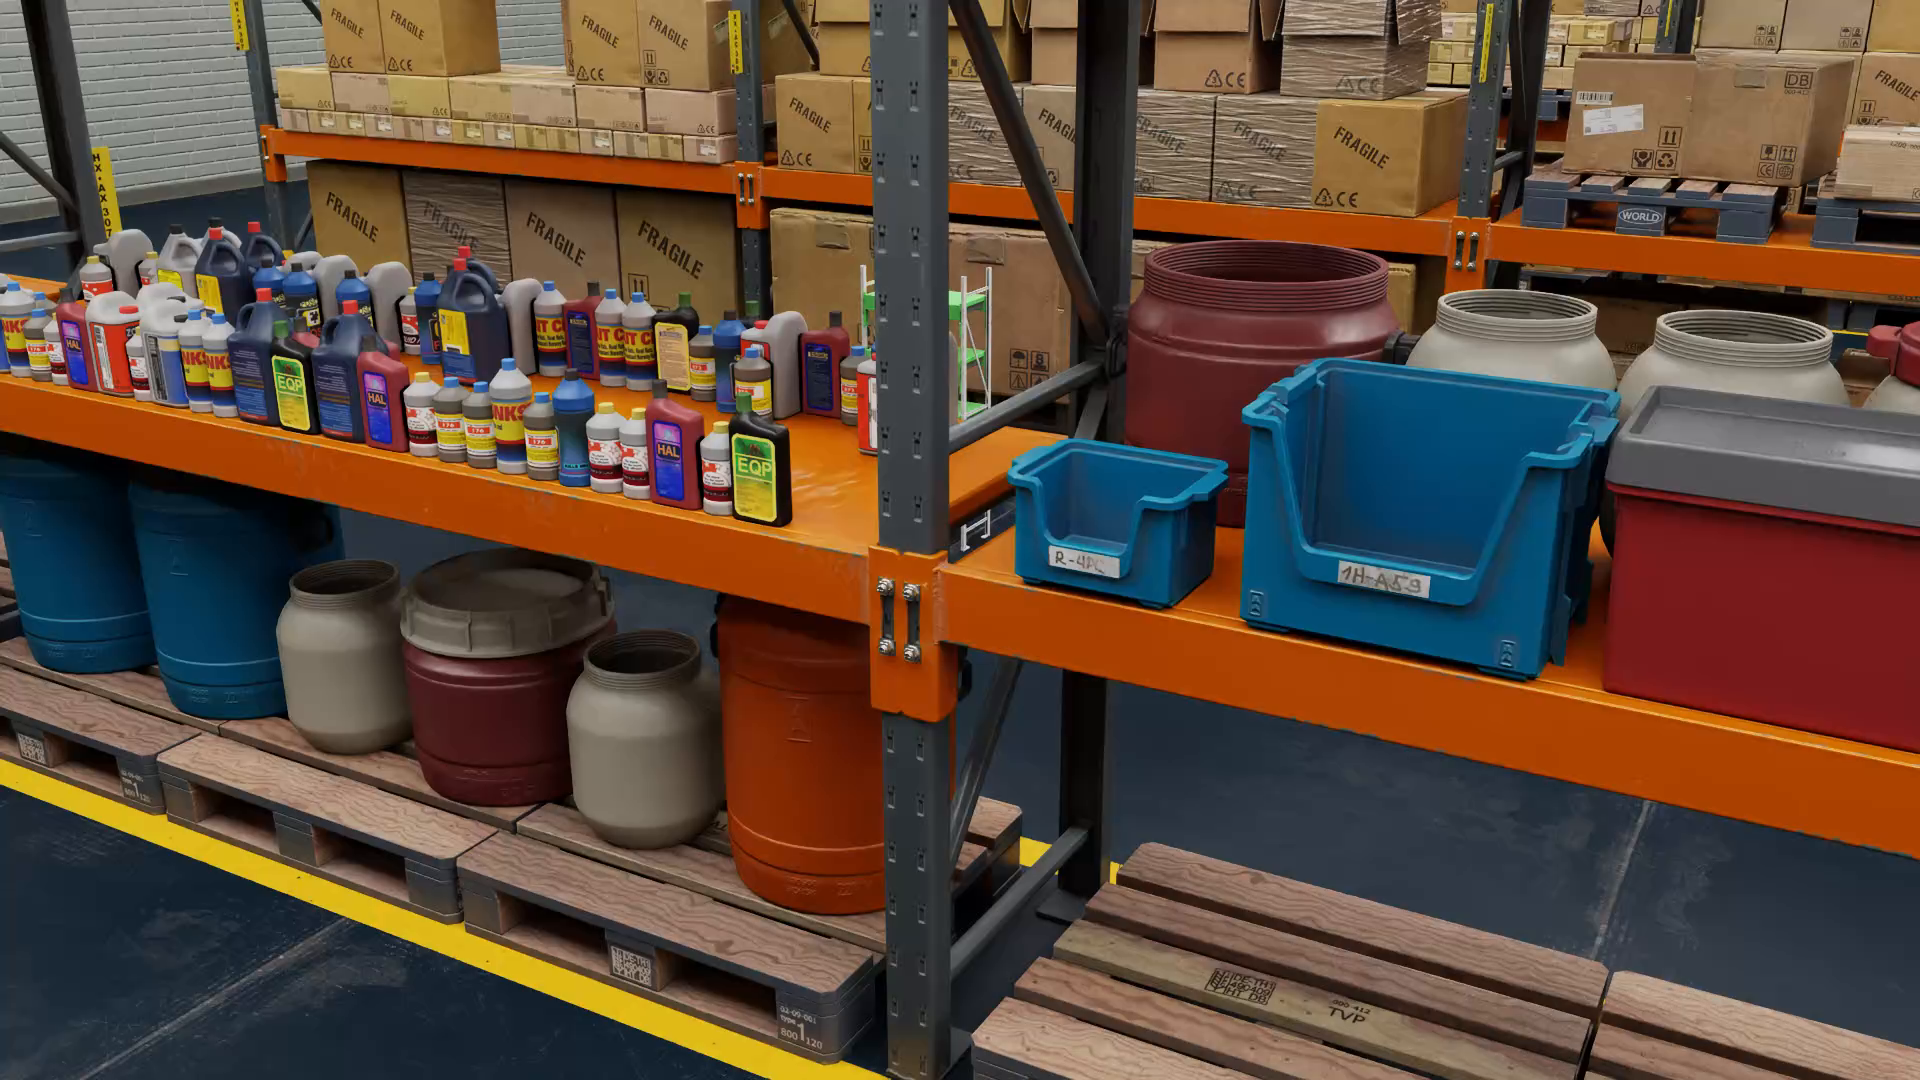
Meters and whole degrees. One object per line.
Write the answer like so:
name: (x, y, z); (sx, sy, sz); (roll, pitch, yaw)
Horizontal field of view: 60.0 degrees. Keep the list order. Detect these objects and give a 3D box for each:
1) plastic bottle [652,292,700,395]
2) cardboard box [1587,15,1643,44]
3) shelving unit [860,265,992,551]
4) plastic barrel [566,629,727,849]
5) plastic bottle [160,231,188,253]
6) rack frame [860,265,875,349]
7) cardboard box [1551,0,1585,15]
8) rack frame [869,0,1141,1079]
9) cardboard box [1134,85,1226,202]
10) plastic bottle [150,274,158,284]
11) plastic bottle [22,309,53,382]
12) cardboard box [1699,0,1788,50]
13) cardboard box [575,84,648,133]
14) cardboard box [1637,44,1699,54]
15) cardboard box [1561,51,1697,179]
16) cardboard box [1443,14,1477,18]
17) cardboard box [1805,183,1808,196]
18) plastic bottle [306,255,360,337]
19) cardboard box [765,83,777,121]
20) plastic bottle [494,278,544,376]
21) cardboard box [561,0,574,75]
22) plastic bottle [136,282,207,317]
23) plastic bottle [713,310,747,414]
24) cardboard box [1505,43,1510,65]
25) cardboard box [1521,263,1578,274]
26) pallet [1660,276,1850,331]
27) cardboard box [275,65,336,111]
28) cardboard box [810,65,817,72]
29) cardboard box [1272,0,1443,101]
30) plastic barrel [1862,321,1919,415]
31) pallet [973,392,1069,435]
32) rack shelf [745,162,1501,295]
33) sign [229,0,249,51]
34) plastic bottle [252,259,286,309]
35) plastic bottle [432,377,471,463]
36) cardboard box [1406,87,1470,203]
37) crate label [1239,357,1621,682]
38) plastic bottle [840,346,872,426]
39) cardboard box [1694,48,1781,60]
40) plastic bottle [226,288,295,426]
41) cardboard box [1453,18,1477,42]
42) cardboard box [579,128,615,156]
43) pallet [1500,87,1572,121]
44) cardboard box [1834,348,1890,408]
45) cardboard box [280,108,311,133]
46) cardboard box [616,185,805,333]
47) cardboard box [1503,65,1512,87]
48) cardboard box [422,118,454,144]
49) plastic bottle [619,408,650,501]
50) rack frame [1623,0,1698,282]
plastic bottle: (-0.795, -0.556, 4.670); (0.133, 0.283, 0.061); (11, 23, 27)
cardboard box: (6.378, -4.970, 16.154); (0.500, 0.250, 0.500); (10, 22, 26)
shelving unit: (-0.144, -0.592, 7.236); (0.503, 1.200, 0.258); (11, 23, 27)
plastic barrel: (-0.846, 0.537, 4.518); (0.421, 0.512, 0.421); (0, 20, 0)
plastic bottle: (-2.641, -0.908, 5.640); (0.133, 0.283, 0.061); (11, 23, 27)
rack frame: (-0.358, -0.632, 7.348); (0.015, 1.200, 0.240); (11, 23, 27)
cardboard box: (5.913, -5.409, 16.264); (0.500, 0.500, 0.500); (11, 23, 27)
rack frame: (0.125, -0.291, 3.770); (0.127, 3.000, 1.000); (11, 23, 27)
cardboard box: (1.102, -1.991, 8.309); (0.500, 0.500, 0.500); (10, 22, 26)
plastic bottle: (-2.591, -0.793, 5.444); (0.097, 0.201, 0.097); (0, 20, 0)
plastic bottle: (-2.656, -0.568, 4.825); (0.097, 0.201, 0.097); (0, 20, 0)
cardboard box: (5.435, -3.665, 11.457); (0.500, 0.500, 0.700); (11, 23, 27)
cardboard box: (-1.918, -2.581, 9.866); (0.500, 0.250, 0.500); (12, 23, 29)
cardboard box: (6.806, -4.652, 16.012); (0.500, 0.250, 0.500); (10, 22, 25)
cardboard box: (3.032, -1.932, 7.531); (0.500, 0.500, 0.500); (8, 21, 21)
cardboard box: (3.823, -3.894, 12.581); (0.250, 0.149, 0.380); (12, 23, 30)
cardboard box: (7.862, -3.581, 16.077); (0.625, 0.372, 0.950); (9, 22, 24)
plastic bottle: (-1.988, -0.762, 5.249); (0.135, 0.276, 0.152); (11, 23, 27)
cardboard box: (-1.234, -2.657, 10.074); (0.500, 0.250, 0.500); (10, 22, 26)
plastic bottle: (-1.305, -0.632, 4.890); (0.135, 0.276, 0.152); (11, 23, 27)
cardboard box: (-2.127, -3.178, 10.412); (0.500, 0.500, 0.500); (10, 22, 26)
plastic bottle: (-2.266, -0.599, 4.800); (0.135, 0.276, 0.152); (11, 23, 27)
plastic bottle: (-0.616, -0.485, 4.493); (0.097, 0.271, 0.097); (0, 20, 0)
cardboard box: (3.930, -3.478, 11.872); (0.250, 0.149, 0.380); (11, 23, 29)
cardboard box: (4.346, -2.280, 12.301); (0.500, 0.500, 0.500); (11, 23, 27)
pallet: (5.700, -1.761, 11.911); (1.213, 0.211, 1.003); (11, 23, 27)
cardboard box: (-4.156, -3.005, 11.036); (0.500, 0.250, 0.500); (10, 22, 26)
cardboard box: (-1.362, -4.196, 14.902); (0.250, 0.149, 0.380); (10, 22, 26)
cardboard box: (1.911, -2.411, 7.995); (0.637, 0.503, 0.797); (12, 23, 29)
plastic barrel: (1.871, -0.109, 3.066); (0.433, 0.535, 0.433); (0, 20, 0)
pallet: (0.828, -0.812, 9.294); (1.213, 0.211, 1.003); (11, 23, 27)
rack shelf: (0.795, -1.760, 8.874); (4.000, 0.370, 1.077); (11, 23, 27)
sign: (-4.719, -3.376, 10.888); (0.005, 0.325, 0.100); (11, 23, 27)
plastic bottle: (-2.150, -0.742, 5.201); (0.097, 0.271, 0.097); (0, 20, 0)
plastic bottle: (-1.239, -0.298, 4.080); (0.097, 0.201, 0.097); (0, 20, 0)
cardboard box: (2.249, -1.975, 8.264); (0.500, 0.500, 0.500); (12, 23, 29)
crate label: (0.861, -0.062, 3.086); (0.616, 0.435, 0.502); (11, 23, 27)
plastic bottle: (-0.268, -0.410, 4.388); (0.097, 0.201, 0.097); (0, 20, 0)
cardboard box: (5.308, -3.118, 11.415); (0.500, 0.500, 0.500); (11, 23, 28)
plastic bottle: (-1.830, -0.490, 4.391); (0.185, 0.351, 0.144); (11, 23, 27)
cardboard box: (3.715, -3.659, 11.934); (0.250, 0.149, 0.380); (12, 23, 29)
cardboard box: (-2.050, -2.395, 9.936); (0.250, 0.149, 0.380); (11, 23, 28)
pallet: (4.374, -3.222, 12.131); (1.003, 0.211, 1.213); (11, 23, 27)
cardboard box: (4.124, -0.512, 7.397); (0.500, 0.500, 0.700); (13, 24, 32)
cardboard box: (-4.294, -2.821, 11.112); (0.250, 0.149, 0.380); (11, 23, 28)
cardboard box: (-1.488, -1.763, 10.327); (0.875, 0.875, 0.875); (11, 23, 27)
cardboard box: (3.953, -3.335, 11.912); (0.250, 0.149, 0.380); (11, 23, 28)
cardboard box: (-3.171, -2.608, 10.524); (0.250, 0.149, 0.380); (11, 22, 27)
plastic bottle: (-0.729, -0.201, 3.813); (0.097, 0.201, 0.097); (0, 20, 0)
rack frame: (5.048, -3.226, 11.859); (0.127, 3.000, 1.000); (11, 23, 27)
